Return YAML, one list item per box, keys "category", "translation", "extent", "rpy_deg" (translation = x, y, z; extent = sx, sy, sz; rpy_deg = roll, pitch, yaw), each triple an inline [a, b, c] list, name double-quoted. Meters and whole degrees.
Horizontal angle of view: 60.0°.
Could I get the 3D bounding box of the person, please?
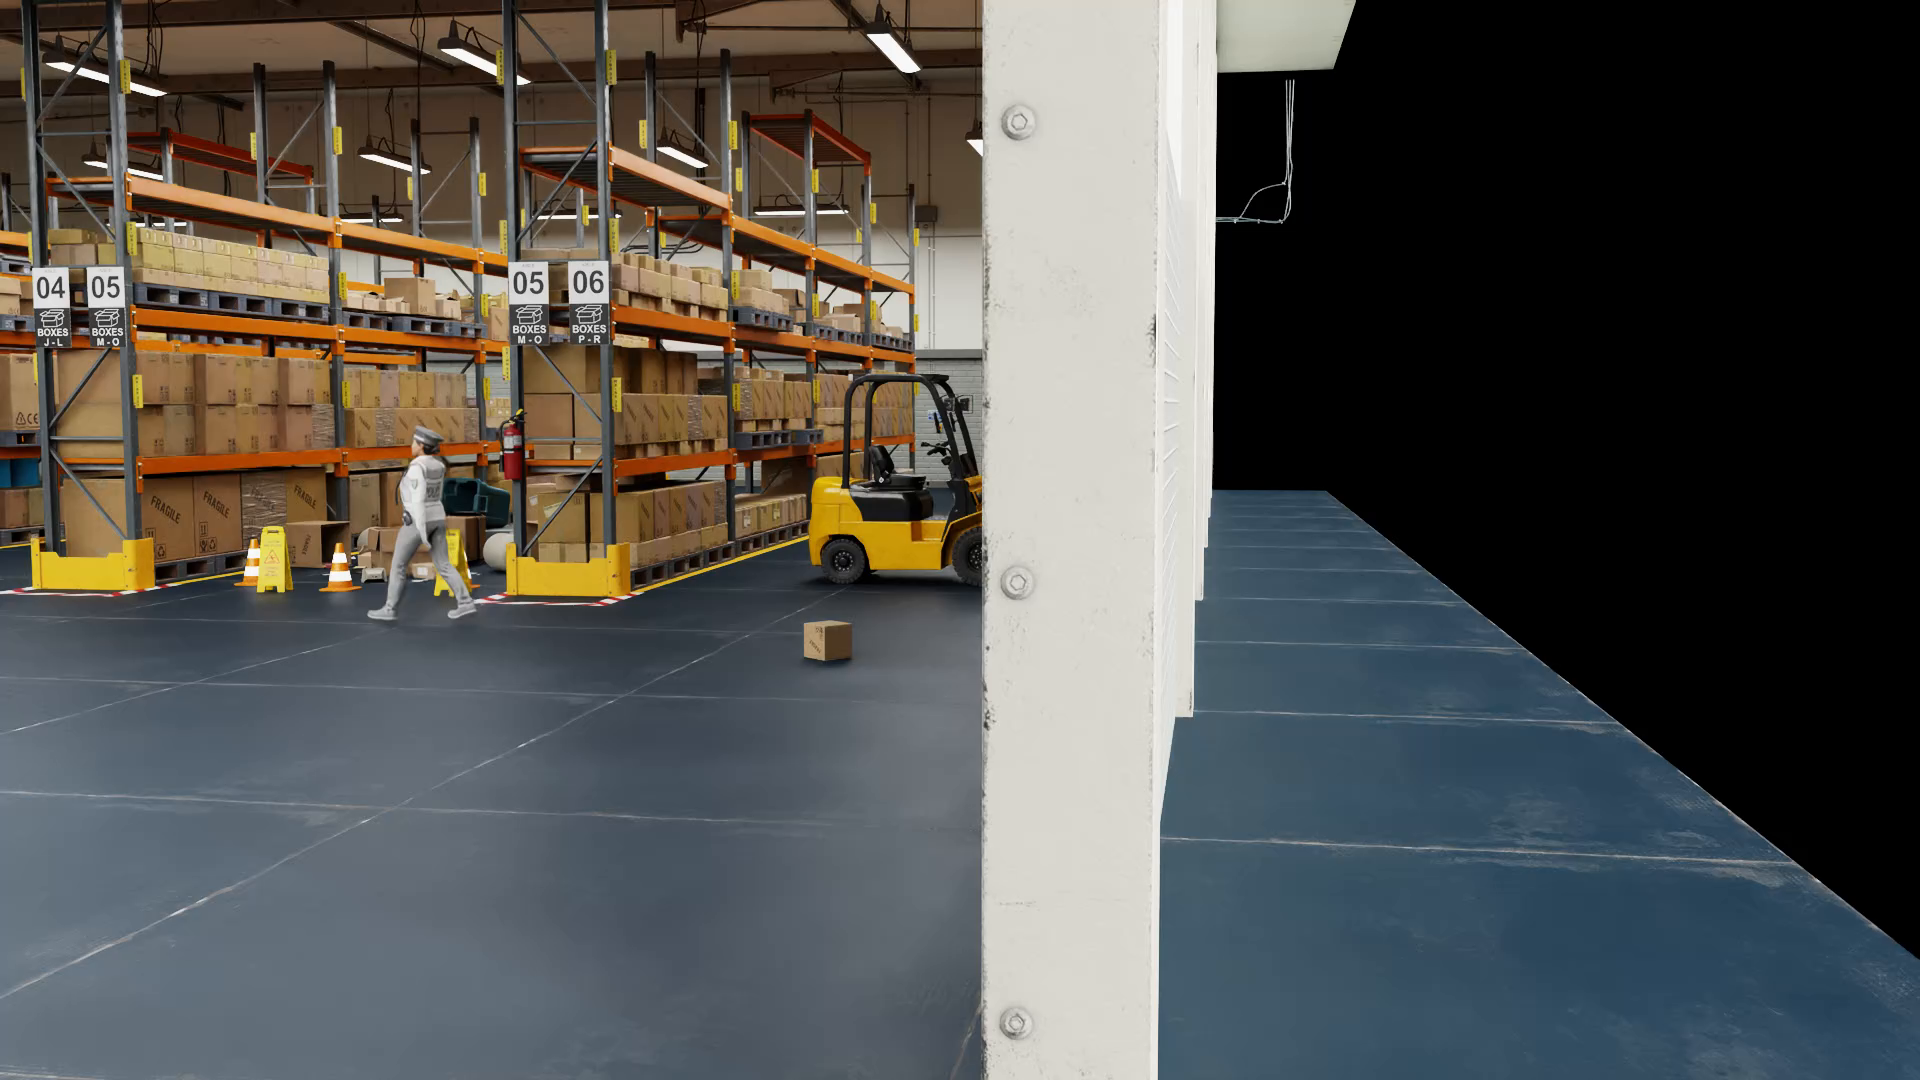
- category: "person"
  translation: [-4.508, -0.142, 13.915]
  extent: [0.987, 1.637, 0.488]
  rpy_deg: [2, 5, 21]
